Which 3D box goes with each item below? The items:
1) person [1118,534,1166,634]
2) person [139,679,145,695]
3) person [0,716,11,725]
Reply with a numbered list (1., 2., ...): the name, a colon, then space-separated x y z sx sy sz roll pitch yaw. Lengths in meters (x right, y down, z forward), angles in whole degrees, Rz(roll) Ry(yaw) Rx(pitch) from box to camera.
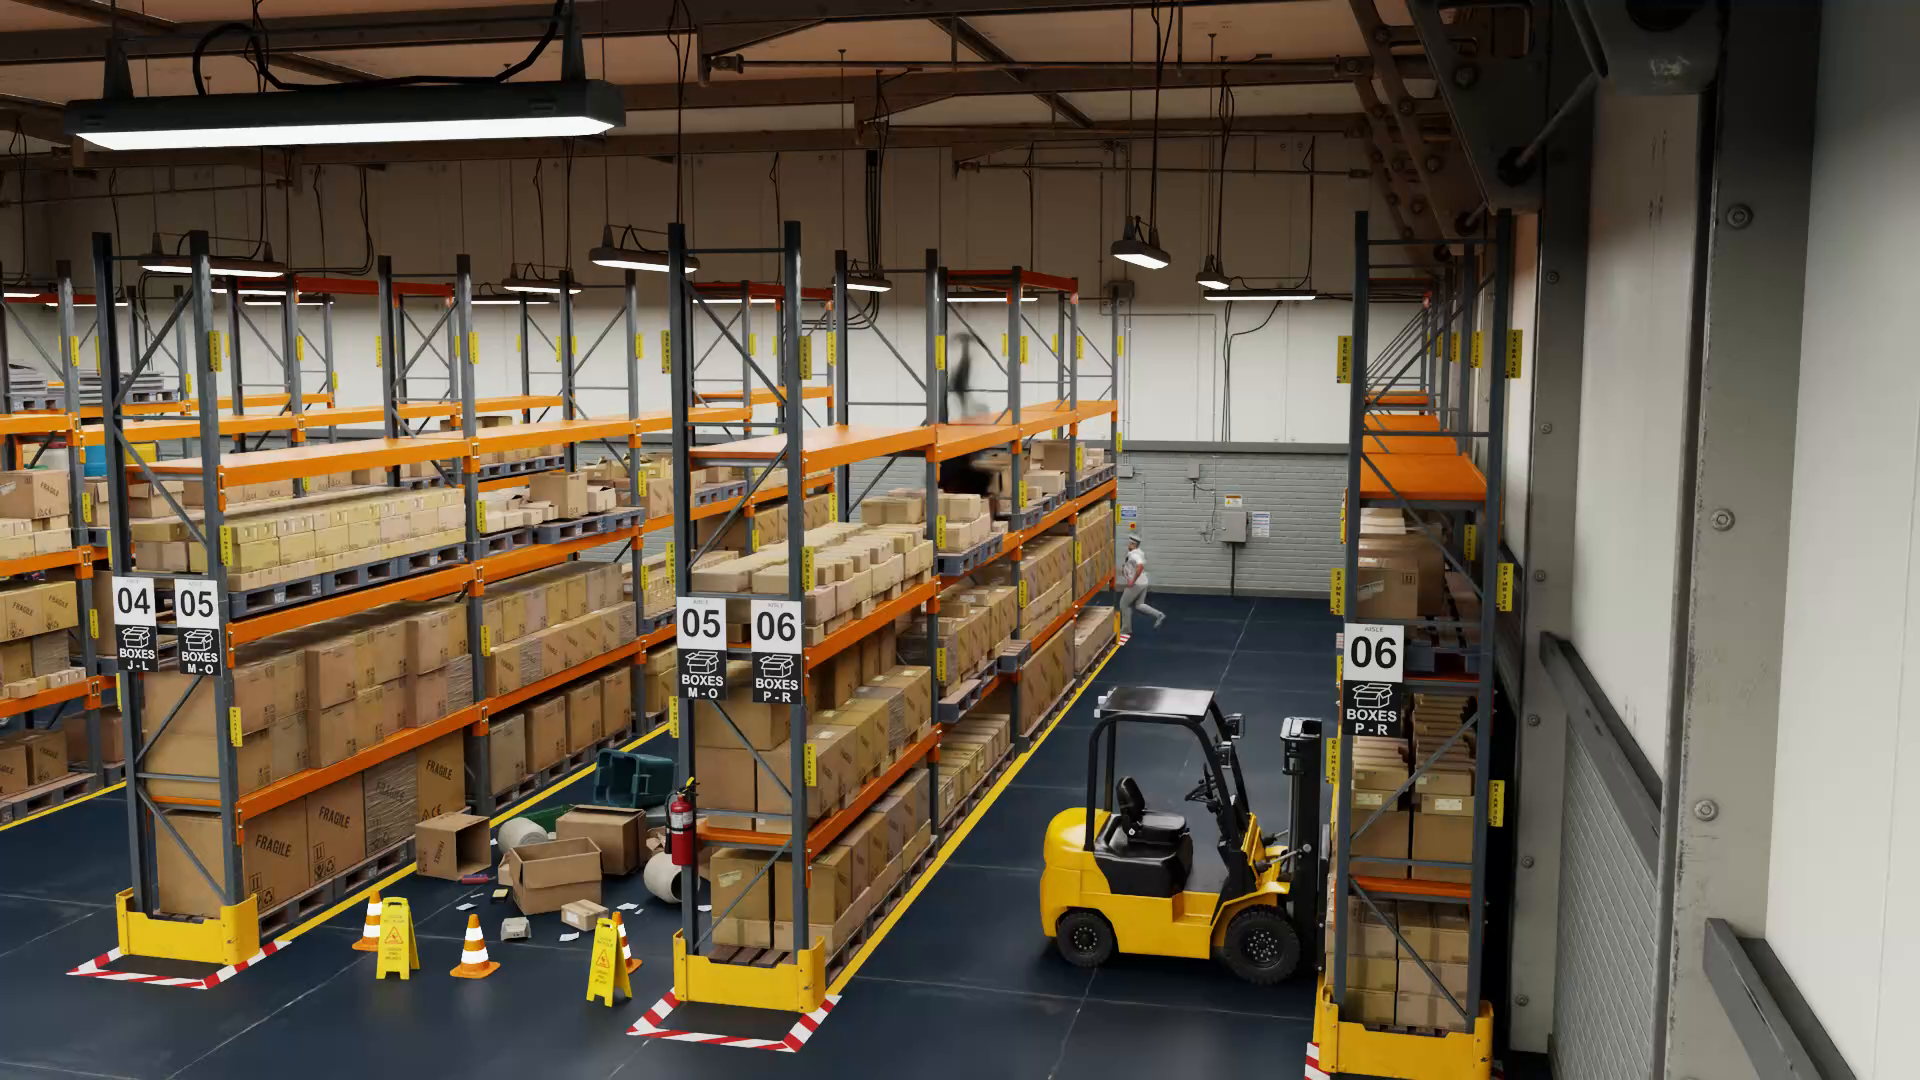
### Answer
1. person: 3.122 0.780 28.884 0.900 1.762 0.655 3 8 22
2. person: -10.957 1.664 22.225 0.586 1.679 0.618 1 7 5
3. person: -12.701 1.749 21.682 0.475 1.633 0.835 -1 7 -6
